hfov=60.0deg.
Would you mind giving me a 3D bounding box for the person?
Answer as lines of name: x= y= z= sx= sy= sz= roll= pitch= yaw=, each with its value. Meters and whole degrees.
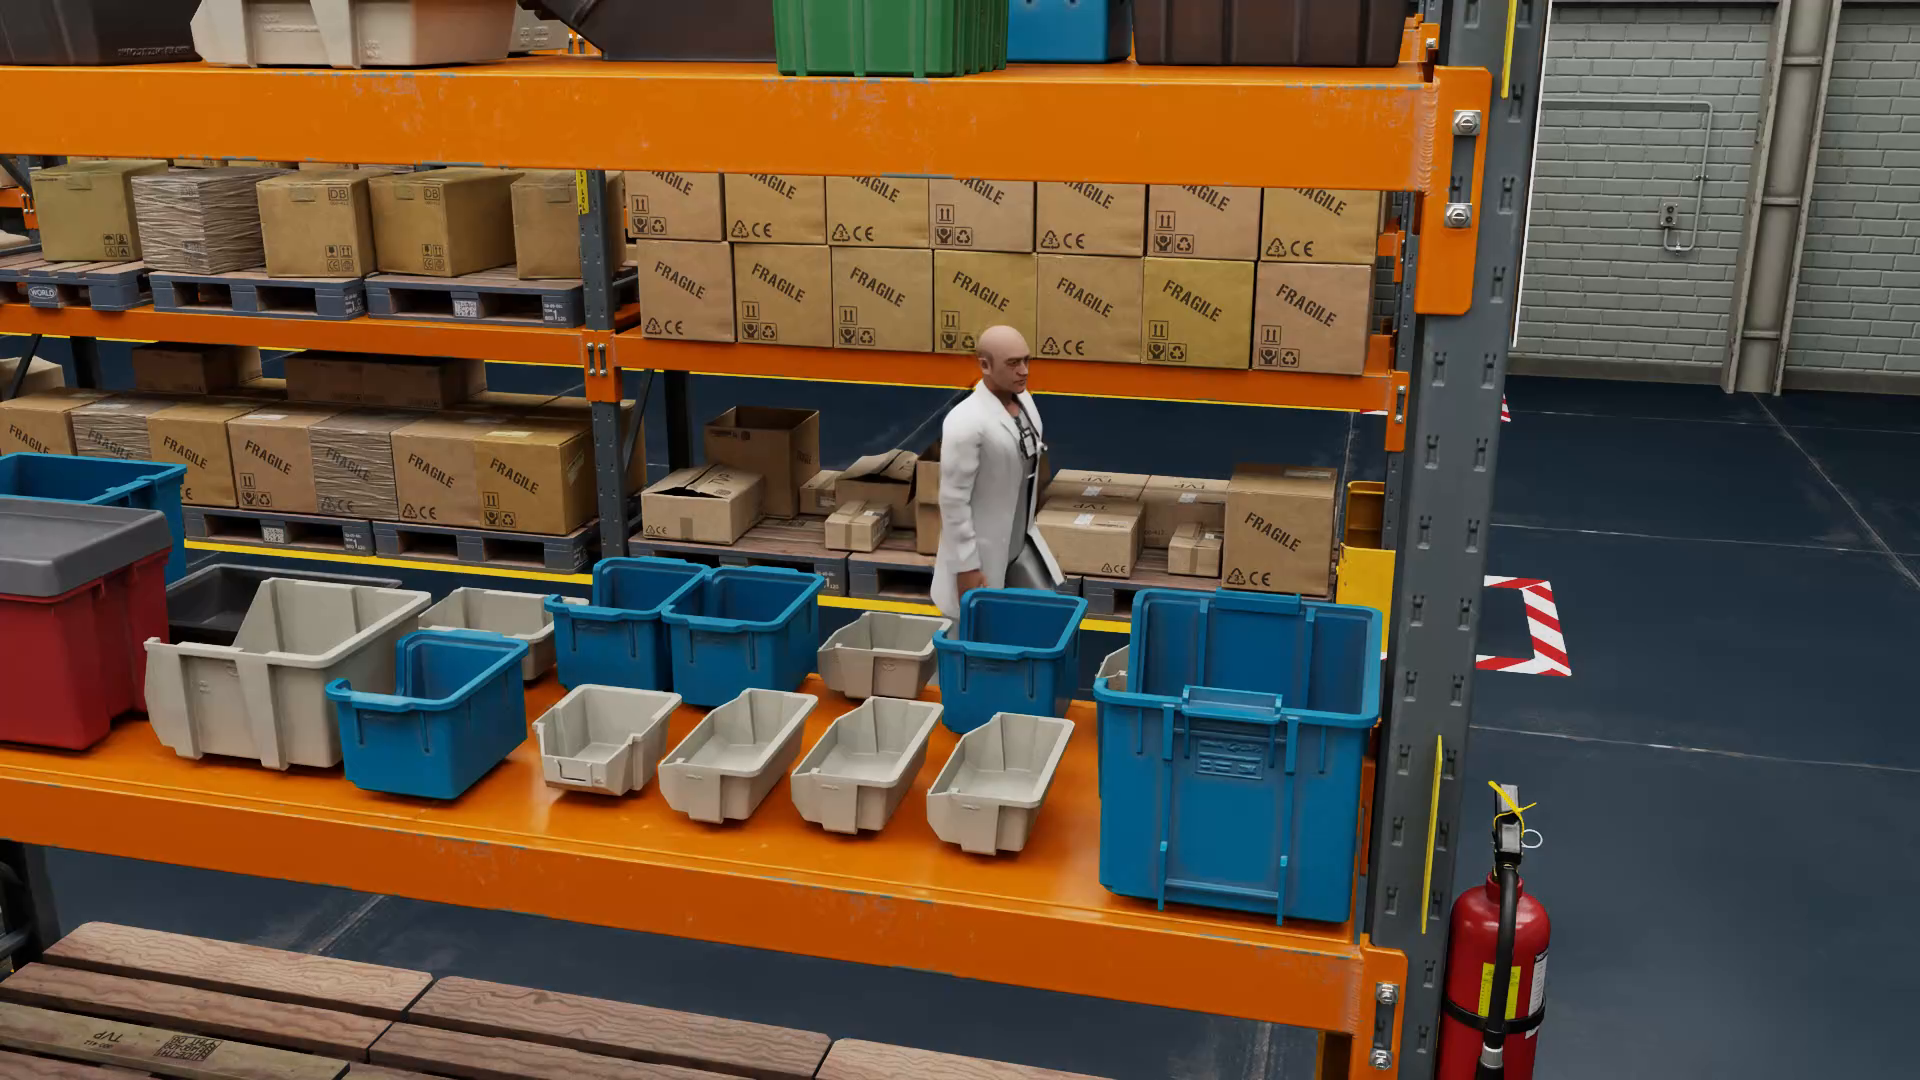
person: x=0.077 y=0.045 z=6.449 sx=0.587 sy=1.804 sz=0.616 roll=13 pitch=22 yaw=36
